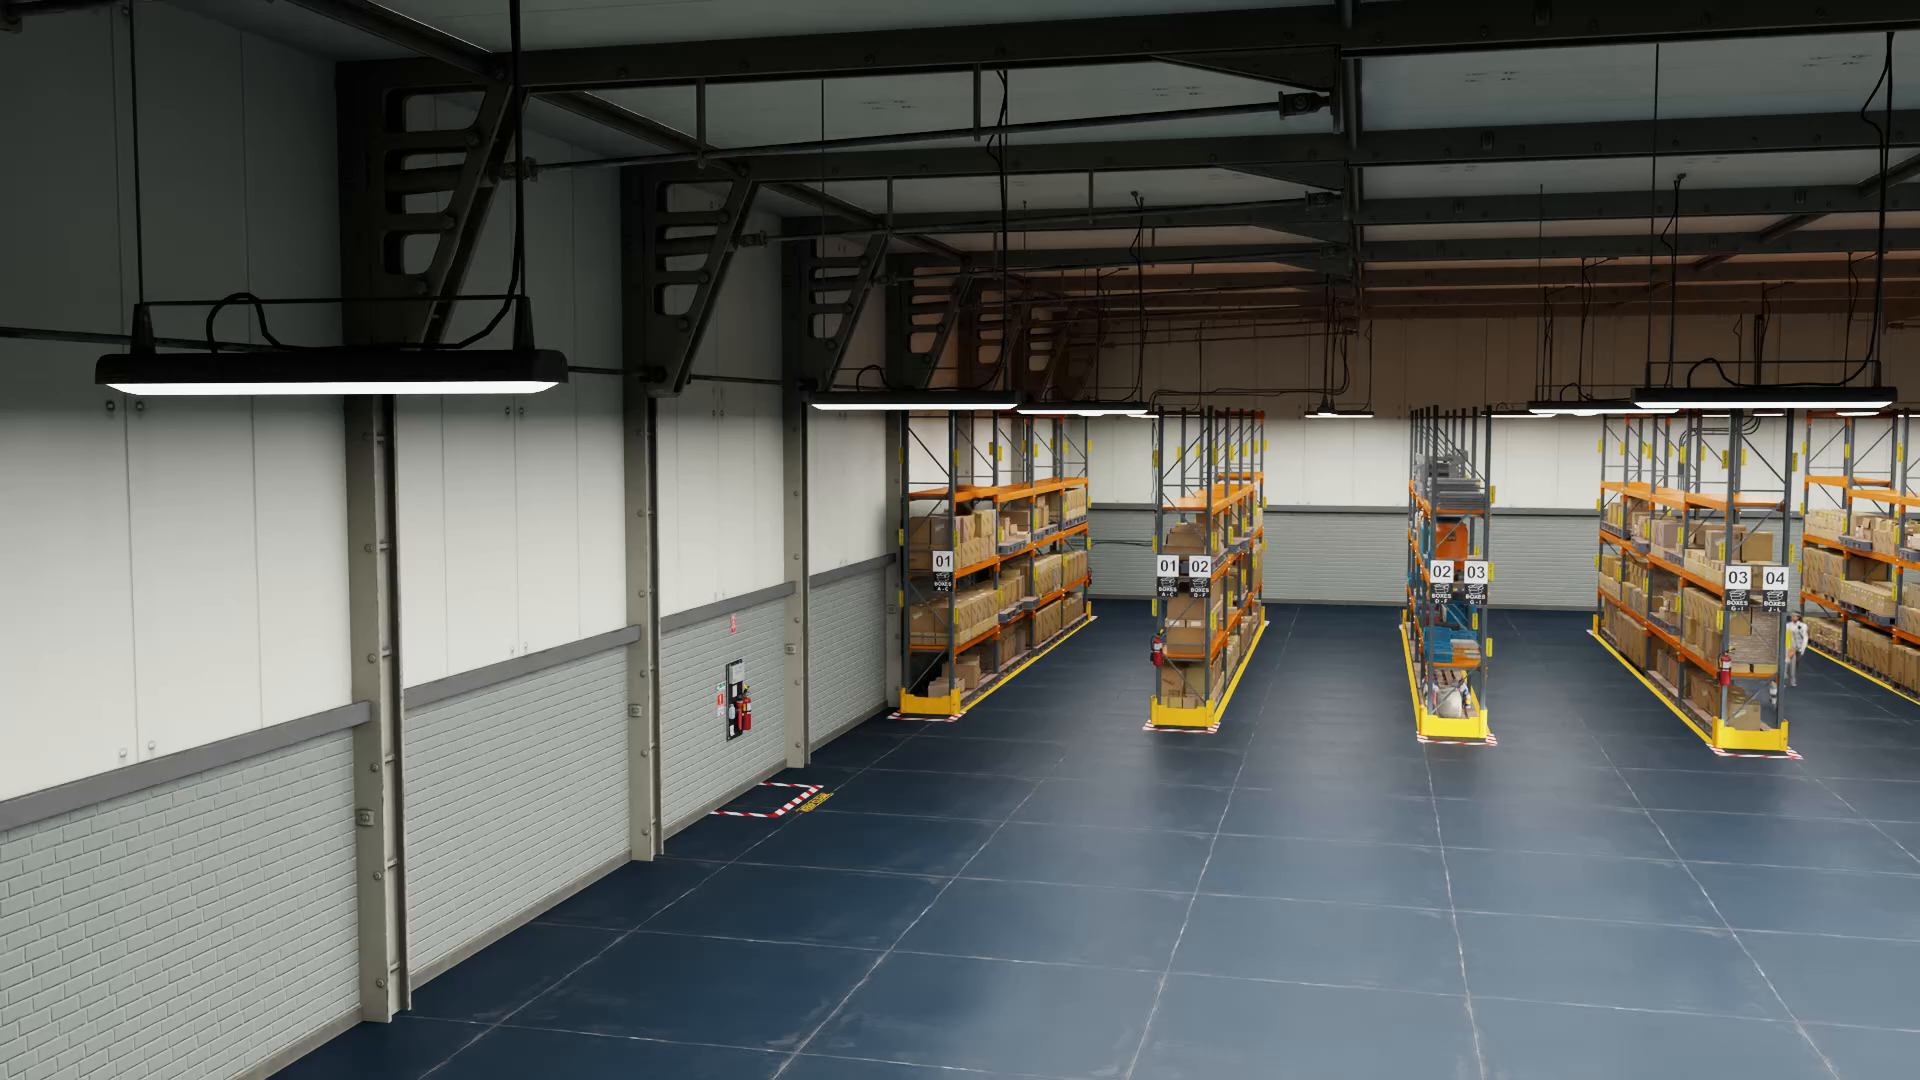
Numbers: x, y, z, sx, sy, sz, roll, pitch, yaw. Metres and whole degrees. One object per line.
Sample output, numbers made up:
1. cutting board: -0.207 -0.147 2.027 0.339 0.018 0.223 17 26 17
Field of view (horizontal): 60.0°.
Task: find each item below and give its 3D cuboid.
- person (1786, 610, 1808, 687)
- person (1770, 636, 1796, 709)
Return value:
1. person: 18.081 2.316 36.012 0.422 1.636 0.975 1 4 8
2. person: 16.418 2.500 33.287 0.487 1.814 0.879 1 4 14
